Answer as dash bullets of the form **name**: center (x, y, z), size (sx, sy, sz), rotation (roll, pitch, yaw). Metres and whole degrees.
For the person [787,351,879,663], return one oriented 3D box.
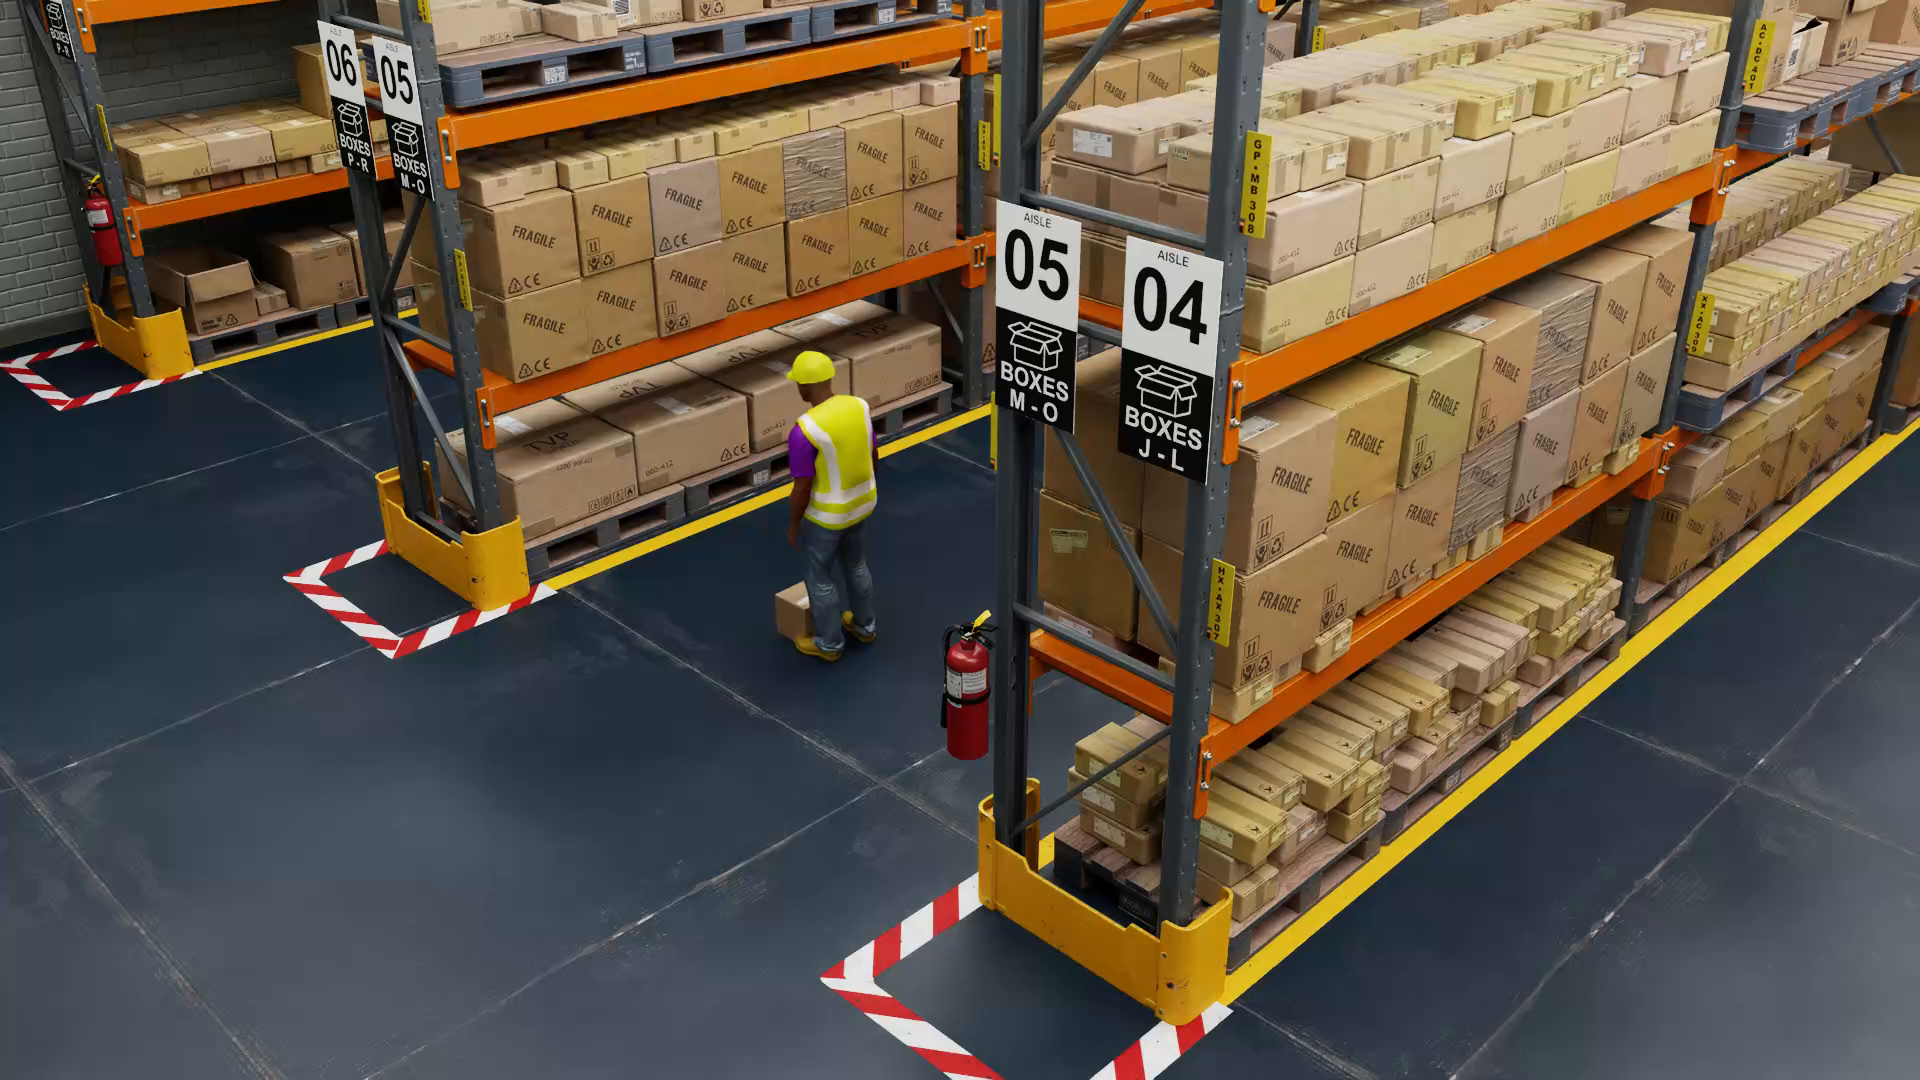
- **person**: center (-0.697, -0.180, 8.947), size (0.462, 1.759, 0.622), rotation (23, 35, 37)
